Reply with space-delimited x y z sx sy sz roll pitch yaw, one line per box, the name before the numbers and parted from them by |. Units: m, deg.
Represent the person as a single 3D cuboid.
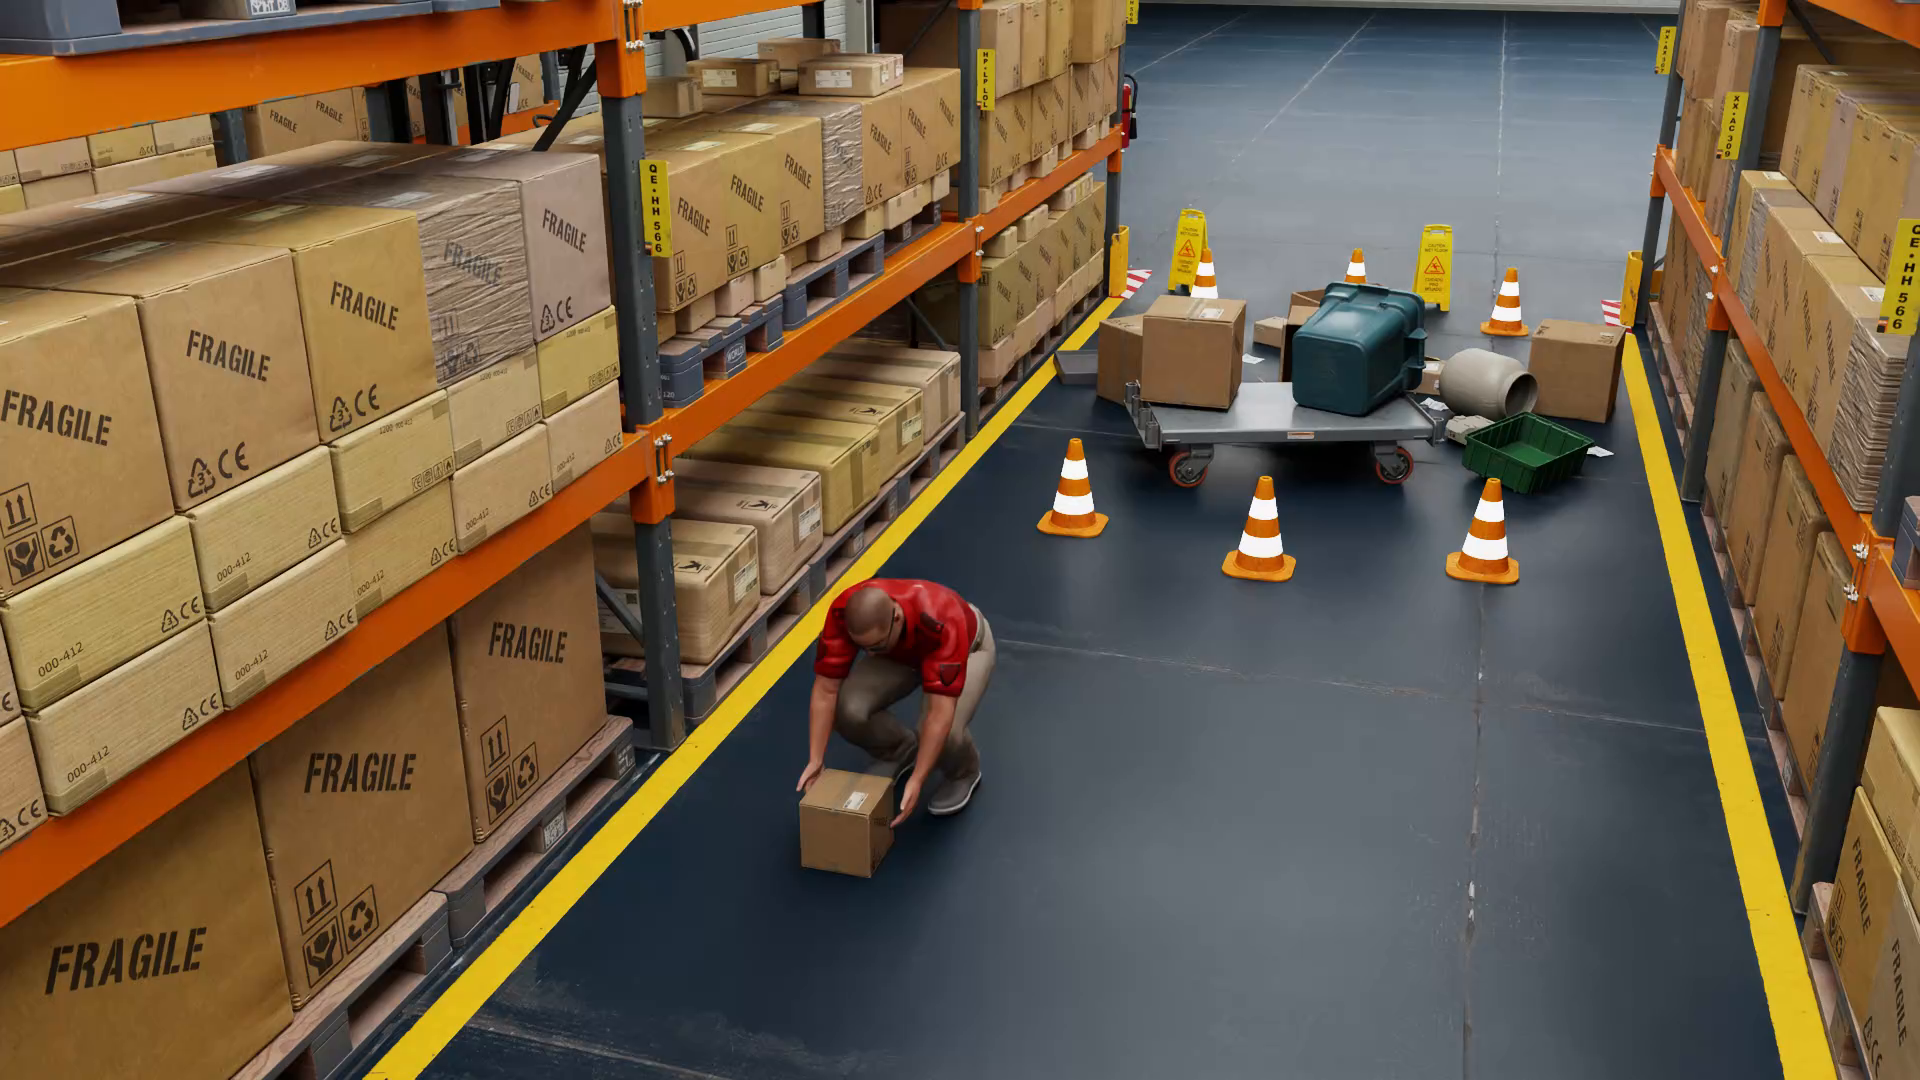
person | -0.193 0.548 5.848 0.564 0.913 0.902 11 25 26
